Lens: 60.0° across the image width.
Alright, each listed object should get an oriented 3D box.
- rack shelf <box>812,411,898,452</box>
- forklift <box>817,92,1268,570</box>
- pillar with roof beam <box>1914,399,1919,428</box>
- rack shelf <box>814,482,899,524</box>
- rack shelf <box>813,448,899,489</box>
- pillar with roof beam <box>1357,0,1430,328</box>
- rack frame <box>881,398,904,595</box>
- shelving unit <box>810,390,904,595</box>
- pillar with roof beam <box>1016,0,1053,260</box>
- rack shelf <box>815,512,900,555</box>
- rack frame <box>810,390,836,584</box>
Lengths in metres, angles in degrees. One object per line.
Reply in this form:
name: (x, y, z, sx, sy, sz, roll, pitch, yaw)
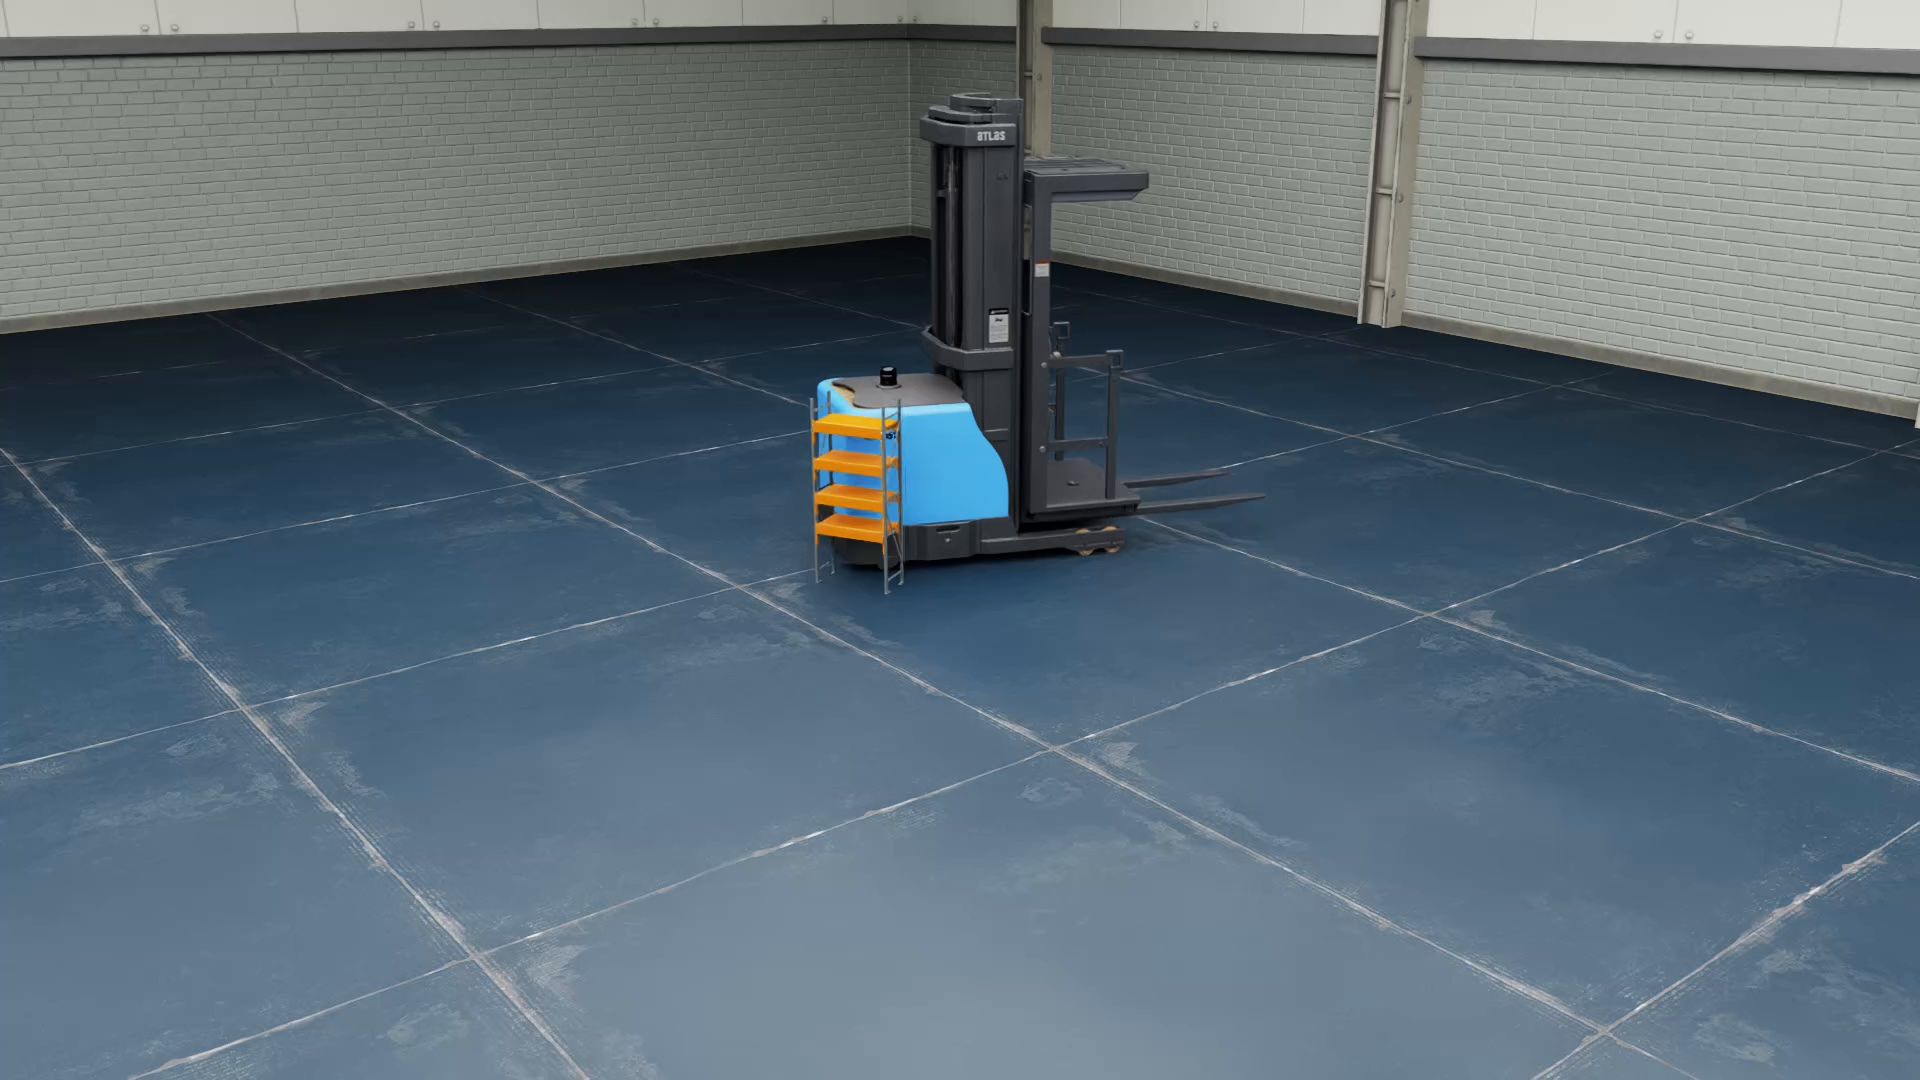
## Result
rack shelf: (-0.638, -0.669, 10.220, 0.480, 0.148, 0.258, 8, 20, 23)
forklift: (0.600, -1.449, 11.075, 3.031, 2.935, 1.130, -5, 19, -16)
pillar with roof beam: (5.070, -4.383, 10.284, 9.100, 9.000, 0.400, -14, 23, -36)
rack shelf: (-0.637, -0.232, 10.367, 0.480, 0.148, 0.258, 8, 20, 23)
rack shelf: (-0.637, -0.444, 10.296, 0.480, 0.148, 0.258, 8, 20, 23)
pillar with roof beam: (1.344, -5.862, 14.749, 9.100, 9.000, 0.400, -14, 23, -36)
rack frame: (-0.414, -0.265, 10.251, 0.015, 1.200, 0.240, 8, 20, 23)
shelving unit: (-0.637, -0.296, 10.346, 0.503, 1.200, 0.258, 8, 20, 23)
pillar with roof beam: (-2.381, -7.340, 19.214, 9.100, 9.000, 0.400, -14, 23, -36)
rack shelf: (-0.636, -0.044, 10.430, 0.480, 0.148, 0.258, 8, 20, 23)
rack frame: (-0.860, -0.327, 10.440, 0.015, 1.200, 0.240, 8, 20, 23)
